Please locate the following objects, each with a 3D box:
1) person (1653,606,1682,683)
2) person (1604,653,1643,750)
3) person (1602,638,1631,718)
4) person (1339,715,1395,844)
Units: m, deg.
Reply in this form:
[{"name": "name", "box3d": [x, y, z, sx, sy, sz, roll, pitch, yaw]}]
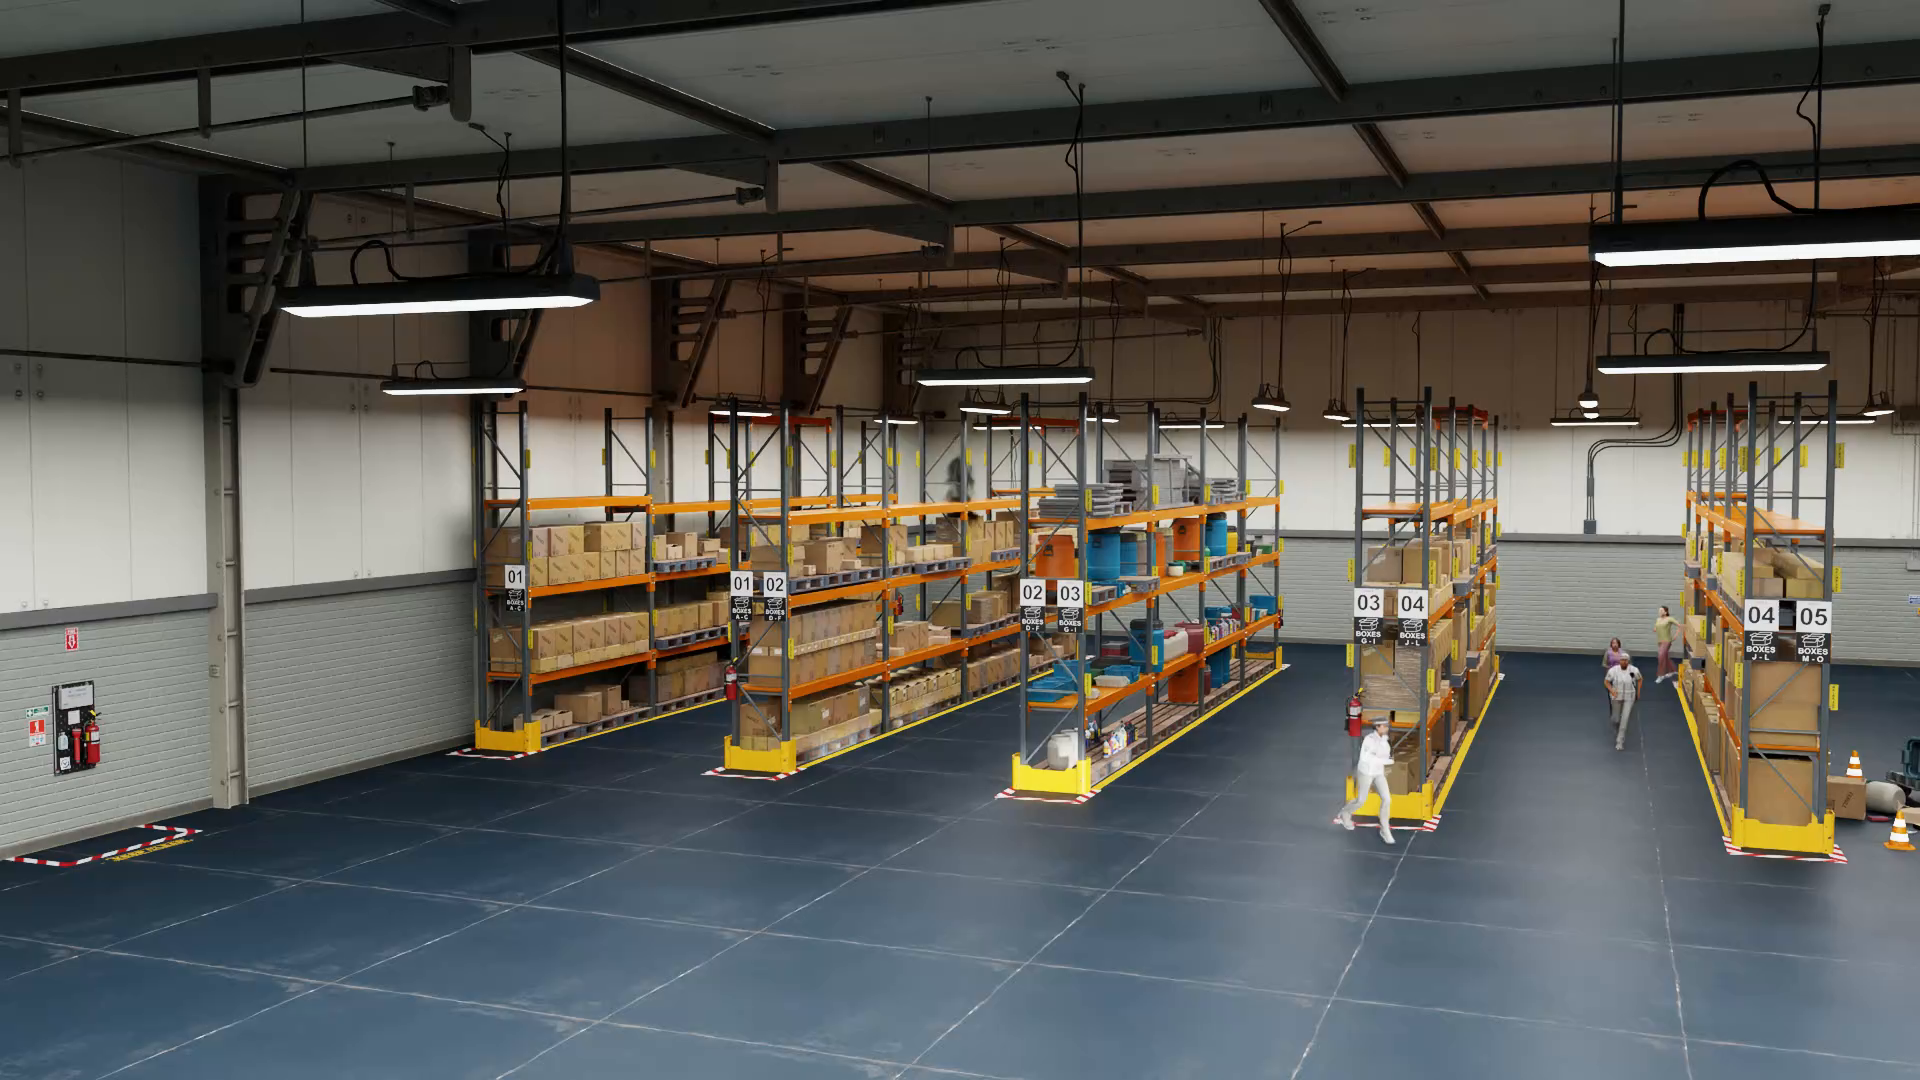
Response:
[{"name": "person", "box3d": [15.908, 2.342, 37.496, 0.812, 1.727, 0.608, -1, 3, -22]}, {"name": "person", "box3d": [11.564, 2.785, 28.997, 0.630, 1.661, 0.865, 1, 3, 22]}, {"name": "person", "box3d": [12.525, 2.653, 31.752, 0.512, 1.570, 0.627, 1, 3, 25]}, {"name": "person", "box3d": [5.399, 3.128, 21.976, 0.646, 1.707, 0.927, -2, 3, -37]}]
